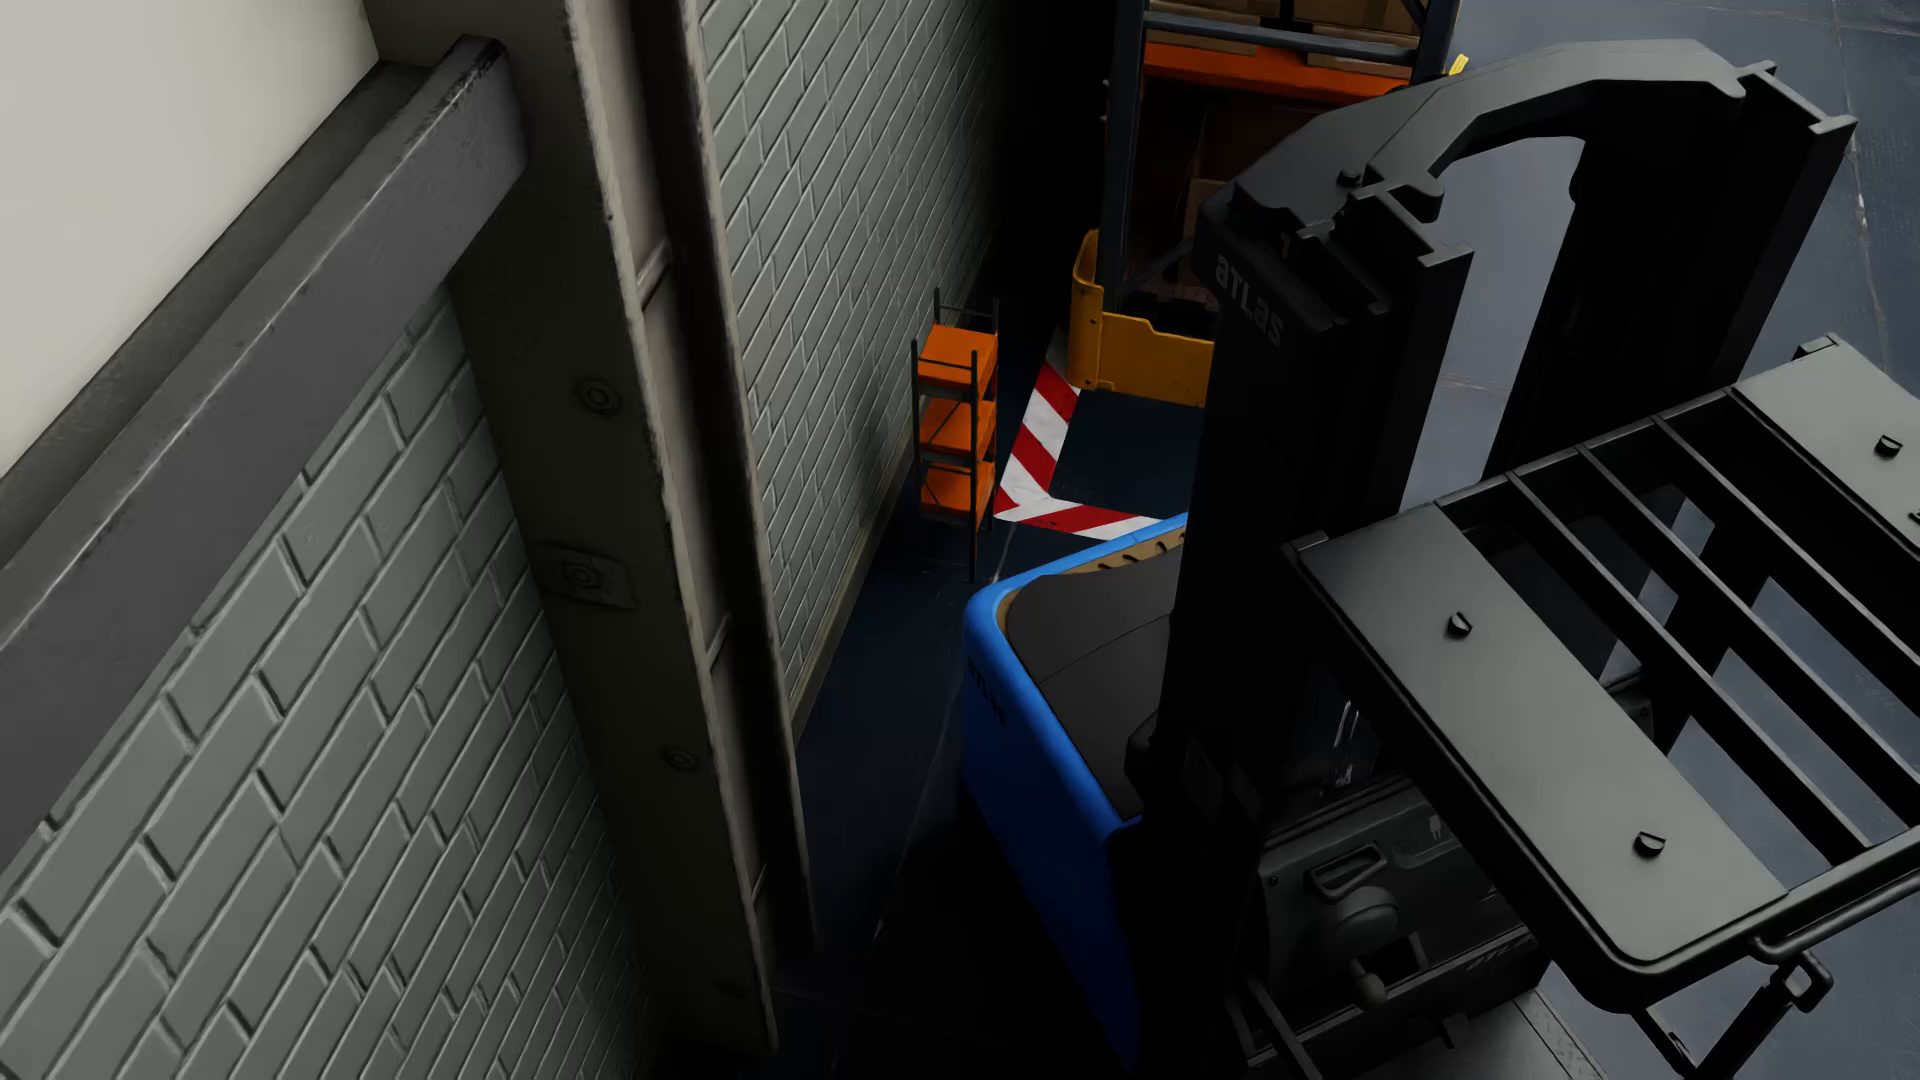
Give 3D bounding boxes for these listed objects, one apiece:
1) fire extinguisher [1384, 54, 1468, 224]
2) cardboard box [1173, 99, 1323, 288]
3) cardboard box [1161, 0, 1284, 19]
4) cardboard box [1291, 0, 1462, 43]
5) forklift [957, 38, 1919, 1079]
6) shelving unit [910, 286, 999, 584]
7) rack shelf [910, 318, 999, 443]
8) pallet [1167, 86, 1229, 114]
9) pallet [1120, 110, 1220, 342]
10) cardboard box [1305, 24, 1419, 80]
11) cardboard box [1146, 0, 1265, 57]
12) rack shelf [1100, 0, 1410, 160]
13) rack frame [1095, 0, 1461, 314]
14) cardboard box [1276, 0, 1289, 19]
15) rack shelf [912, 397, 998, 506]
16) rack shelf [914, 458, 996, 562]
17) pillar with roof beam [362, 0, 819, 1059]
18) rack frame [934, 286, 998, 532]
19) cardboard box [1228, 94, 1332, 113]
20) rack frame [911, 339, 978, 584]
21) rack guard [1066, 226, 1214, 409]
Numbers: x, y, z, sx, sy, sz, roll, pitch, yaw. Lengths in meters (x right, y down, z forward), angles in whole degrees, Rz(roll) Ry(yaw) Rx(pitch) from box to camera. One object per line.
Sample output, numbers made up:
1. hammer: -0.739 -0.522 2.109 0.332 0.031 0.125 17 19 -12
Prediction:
1. fire extinguisher: 1.383 -1.184 5.094 0.296 0.674 0.183 12 50 10
2. cardboard box: 1.228 -1.267 6.252 0.797 0.503 0.637 10 49 9
3. cardboard box: 0.841 -1.964 5.385 0.500 0.250 0.500 13 50 11
4. cardboard box: 1.355 -1.854 5.287 0.500 0.250 0.500 12 50 10
5. forklift: 1.084 0.720 3.160 1.130 2.935 3.031 -20 52 -17
6. shelving unit: -0.014 -0.309 5.322 0.215 1.050 0.252 12 50 10
7. rack shelf: -0.014 -0.489 5.117 0.215 0.259 0.240 12 50 10
8. pallet: 1.528 -2.119 7.480 1.003 0.211 1.213 12 50 10
9. pallet: 1.205 -1.239 6.703 1.003 0.211 1.213 12 50 10
10. cardboard box: 1.327 -1.631 5.356 0.380 0.149 0.250 11 50 10
11. cardboard box: 0.804 -1.740 5.453 0.380 0.149 0.250 11 50 10
12. rack shelf: 1.502 -2.739 6.647 1.077 0.370 4.000 12 50 10
13. rack frame: 0.976 -1.530 5.100 1.000 3.000 0.127 12 50 10
14. cardboard box: 0.930 -1.911 5.604 0.380 0.149 0.250 13 50 11
15. rack shelf: -0.014 -0.302 5.330 0.215 0.259 0.240 12 50 10
16. rack shelf: -0.014 -0.118 5.539 0.215 0.259 0.240 12 50 10
17. pillar with roof beam: 3.550 -0.894 0.537 9.100 9.000 0.400 12 50 10
18. rack frame: 0.018 -0.397 5.400 0.200 1.050 0.008 12 50 10
19. cardboard box: 1.491 -1.877 6.793 0.700 0.500 0.500 13 50 12
20. rack frame: -0.046 -0.220 5.244 0.200 1.050 0.008 12 50 10
21. rack guard: 0.996 -0.758 6.086 1.175 0.500 0.348 12 50 10
